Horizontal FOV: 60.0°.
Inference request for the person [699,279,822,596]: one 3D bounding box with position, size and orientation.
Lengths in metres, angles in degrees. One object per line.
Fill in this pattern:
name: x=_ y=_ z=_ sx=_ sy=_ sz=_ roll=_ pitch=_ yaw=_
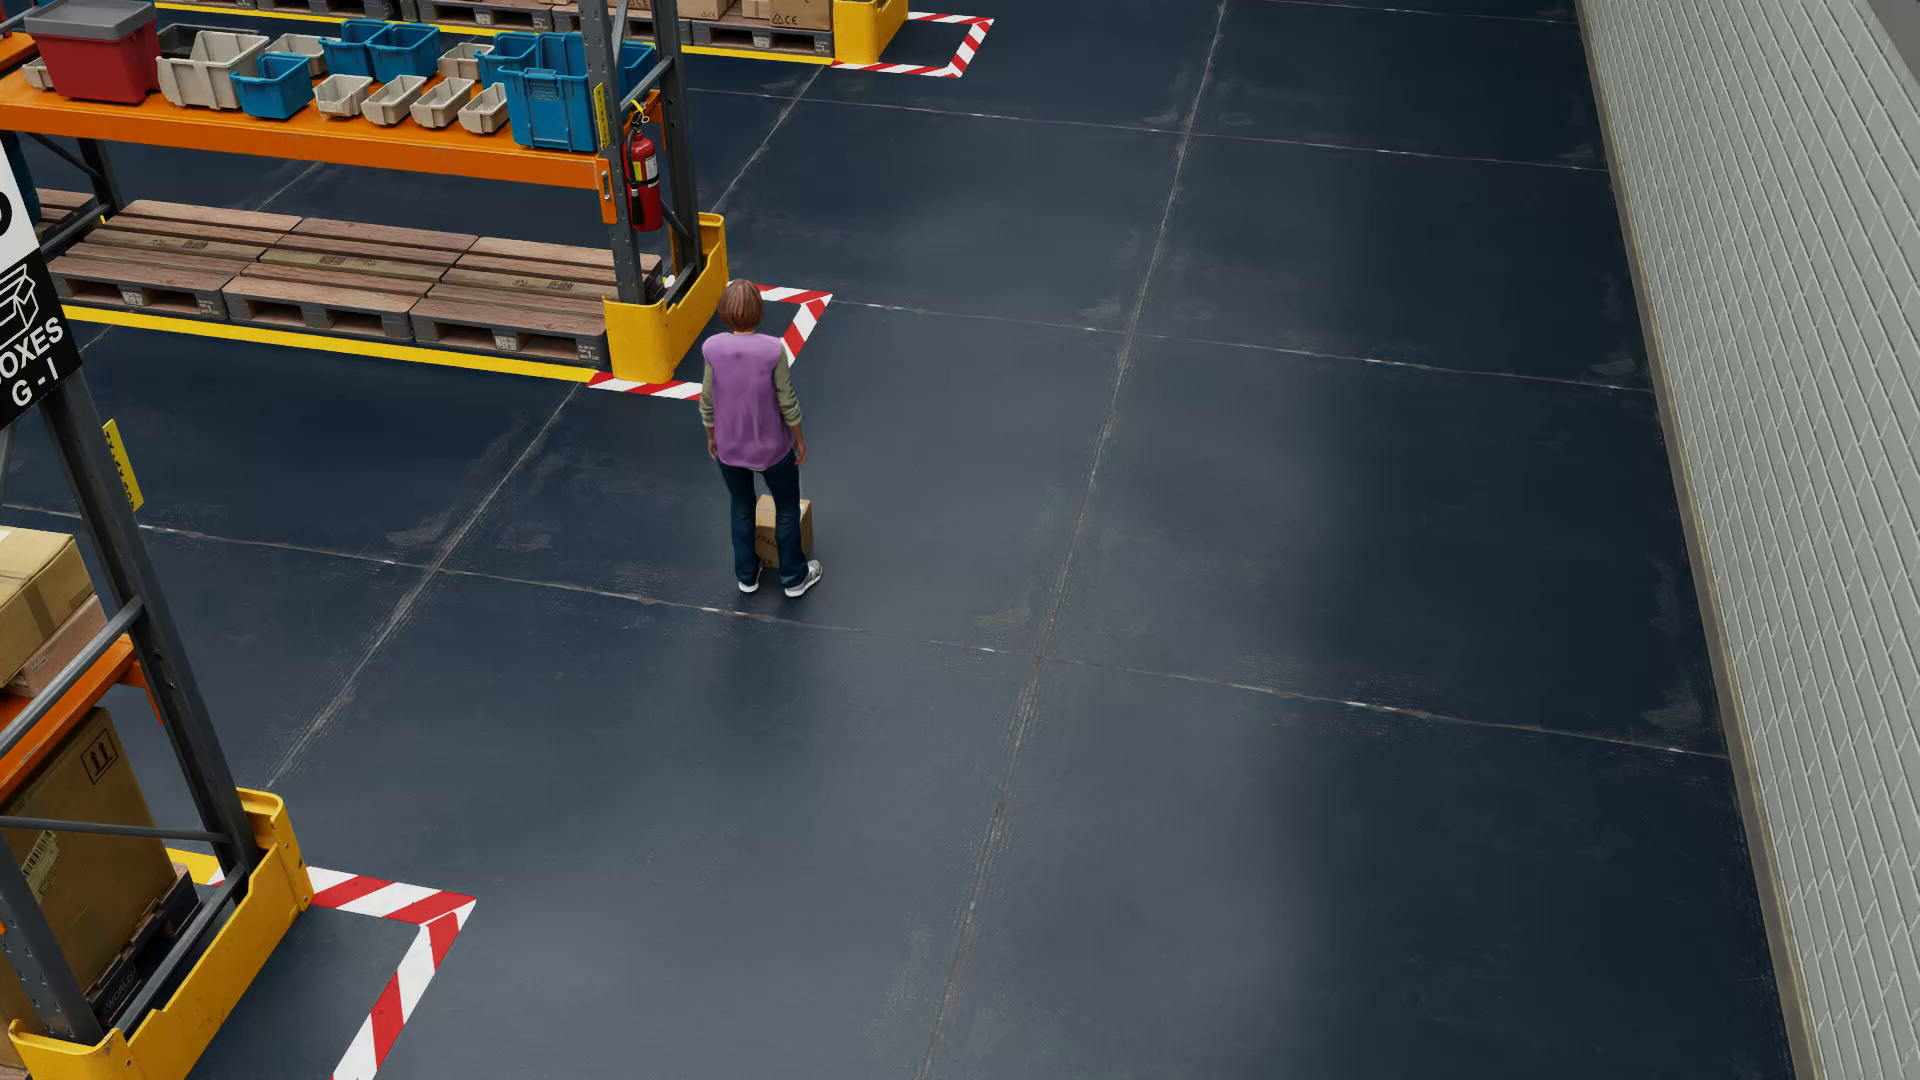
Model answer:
person: x=-0.922 y=-0.426 z=7.536 sx=0.480 sy=1.591 sz=0.346 roll=5 pitch=37 yaw=7
